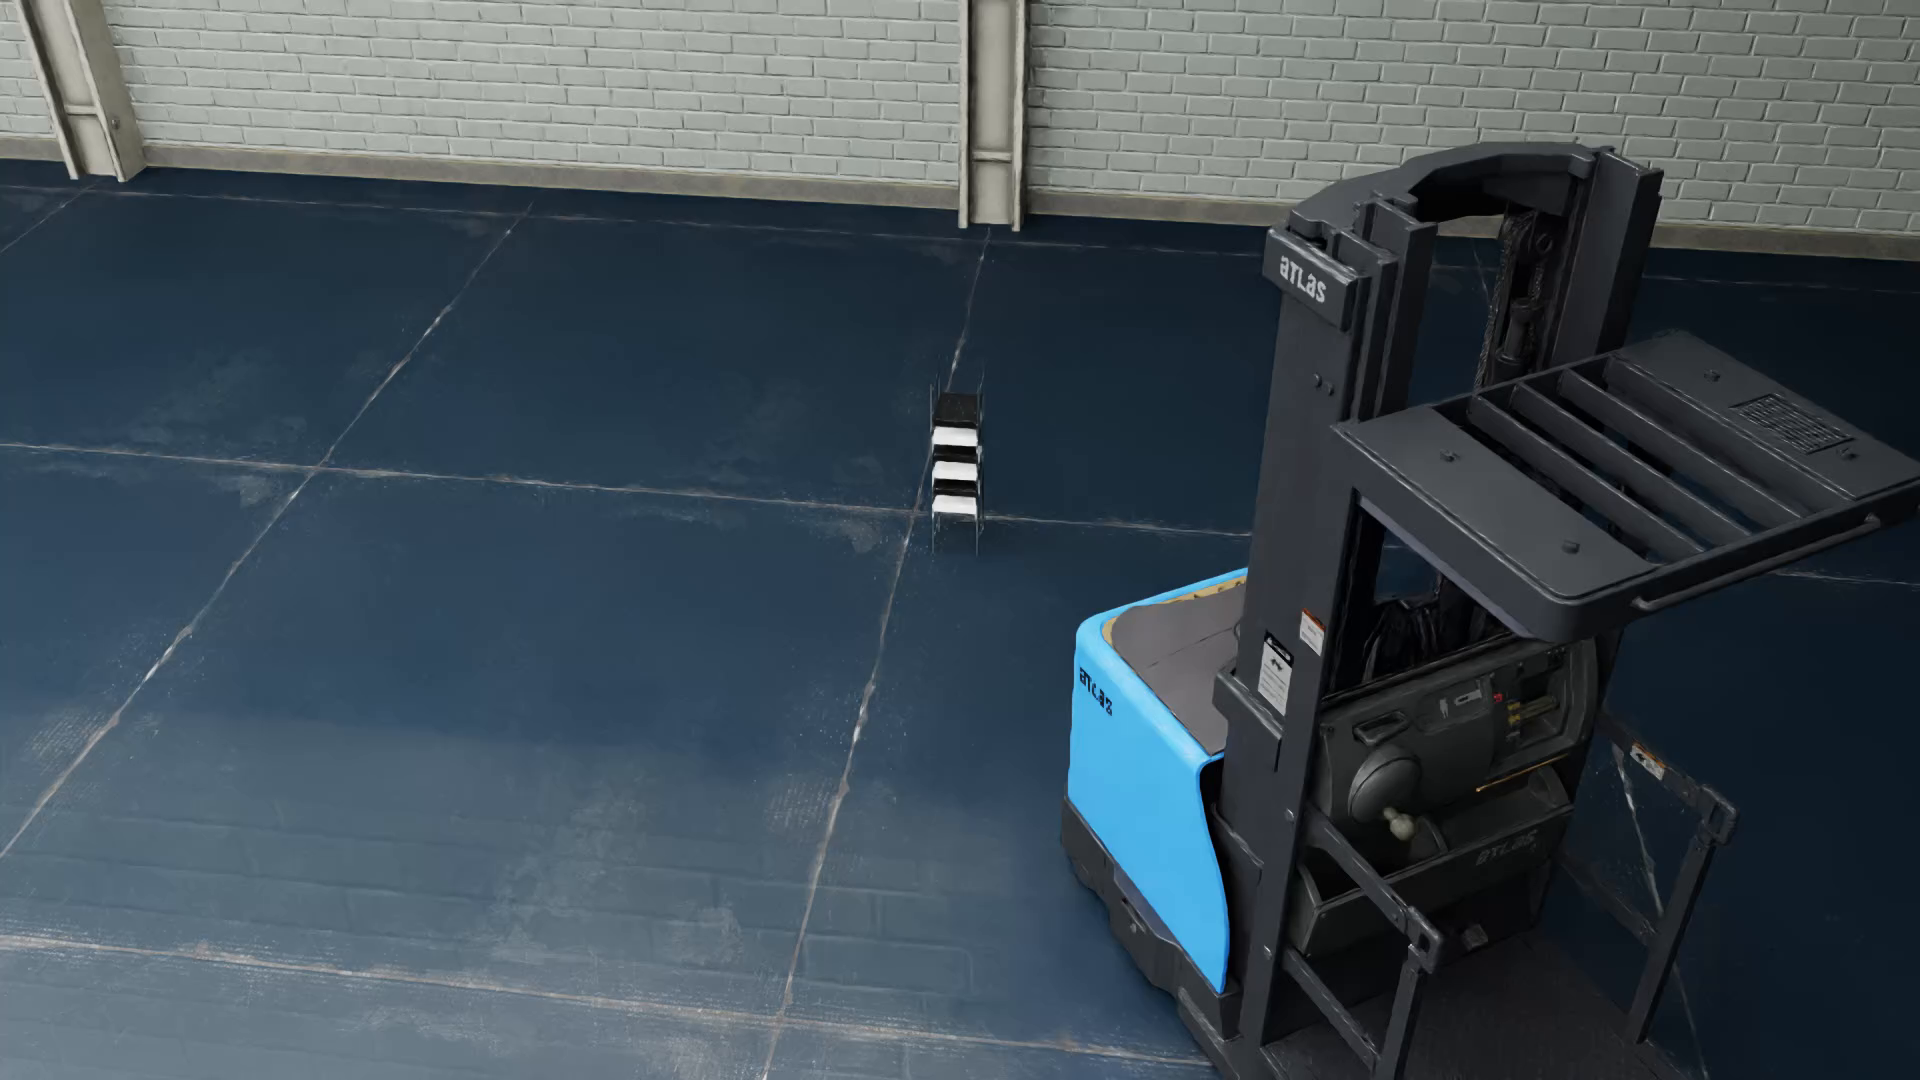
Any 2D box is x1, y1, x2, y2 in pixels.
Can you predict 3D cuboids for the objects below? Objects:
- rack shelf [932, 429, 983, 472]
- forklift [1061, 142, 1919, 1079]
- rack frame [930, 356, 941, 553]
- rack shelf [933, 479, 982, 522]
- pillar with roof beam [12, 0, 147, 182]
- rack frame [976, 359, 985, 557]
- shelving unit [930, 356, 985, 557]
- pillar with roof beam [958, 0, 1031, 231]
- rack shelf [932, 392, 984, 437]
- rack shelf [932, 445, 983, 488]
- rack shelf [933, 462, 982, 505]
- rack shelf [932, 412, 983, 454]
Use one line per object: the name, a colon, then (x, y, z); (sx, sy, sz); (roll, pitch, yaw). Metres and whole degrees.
rack shelf: (-0.008, -0.413, 7.457); (0.200, 0.077, 0.258); (4, 36, 6)
forklift: (1.473, 0.591, 4.399); (1.130, 2.935, 3.031); (-16, 39, -21)
rack frame: (-0.109, -0.374, 7.500); (0.006, 0.900, 0.240); (4, 36, 6)
rack shelf: (-0.008, -0.193, 7.613); (0.200, 0.077, 0.258); (4, 36, 6)
pillar with roof beam: (-6.293, -3.675, 5.152); (0.400, 9.000, 9.100); (4, 36, 6)
rack frame: (0.093, -0.359, 7.479); (0.006, 0.900, 0.240); (4, 36, 6)
shelving unit: (-0.008, -0.367, 7.489); (0.210, 0.900, 0.258); (4, 36, 6)
pillar with roof beam: (-0.342, -3.231, 4.530); (0.400, 9.000, 9.100); (4, 36, 6)
rack shelf: (-0.008, -0.560, 7.352); (0.200, 0.077, 0.258); (4, 36, 6)
rack shelf: (-0.008, -0.340, 7.509); (0.200, 0.077, 0.258); (4, 36, 6)
rack shelf: (-0.008, -0.267, 7.561); (0.200, 0.077, 0.258); (4, 36, 6)
rack shelf: (-0.008, -0.486, 7.404); (0.200, 0.077, 0.258); (4, 36, 6)
